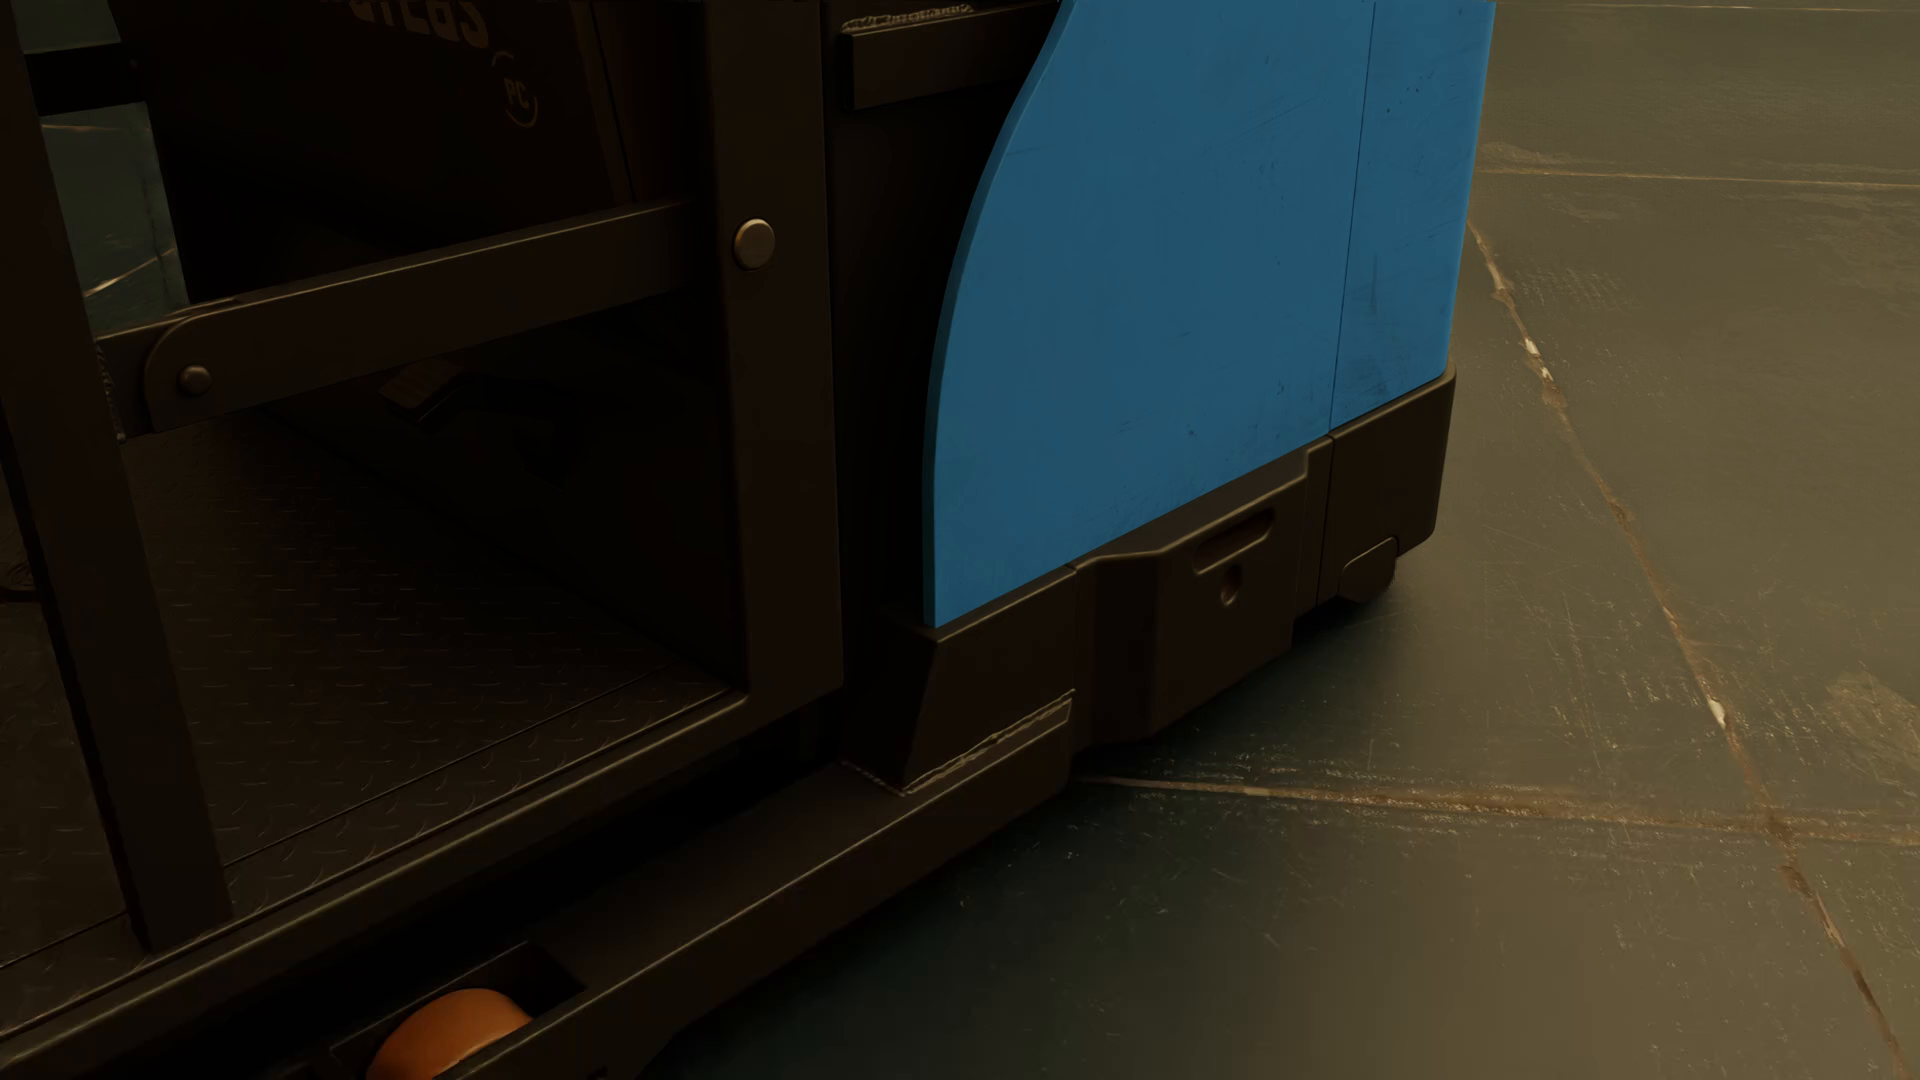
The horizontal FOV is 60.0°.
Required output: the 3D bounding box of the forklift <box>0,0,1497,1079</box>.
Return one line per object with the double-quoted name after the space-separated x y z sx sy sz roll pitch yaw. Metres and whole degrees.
-0.707 -0.960 1.140 1.130 2.935 3.031 24 35 39 "forklift"
